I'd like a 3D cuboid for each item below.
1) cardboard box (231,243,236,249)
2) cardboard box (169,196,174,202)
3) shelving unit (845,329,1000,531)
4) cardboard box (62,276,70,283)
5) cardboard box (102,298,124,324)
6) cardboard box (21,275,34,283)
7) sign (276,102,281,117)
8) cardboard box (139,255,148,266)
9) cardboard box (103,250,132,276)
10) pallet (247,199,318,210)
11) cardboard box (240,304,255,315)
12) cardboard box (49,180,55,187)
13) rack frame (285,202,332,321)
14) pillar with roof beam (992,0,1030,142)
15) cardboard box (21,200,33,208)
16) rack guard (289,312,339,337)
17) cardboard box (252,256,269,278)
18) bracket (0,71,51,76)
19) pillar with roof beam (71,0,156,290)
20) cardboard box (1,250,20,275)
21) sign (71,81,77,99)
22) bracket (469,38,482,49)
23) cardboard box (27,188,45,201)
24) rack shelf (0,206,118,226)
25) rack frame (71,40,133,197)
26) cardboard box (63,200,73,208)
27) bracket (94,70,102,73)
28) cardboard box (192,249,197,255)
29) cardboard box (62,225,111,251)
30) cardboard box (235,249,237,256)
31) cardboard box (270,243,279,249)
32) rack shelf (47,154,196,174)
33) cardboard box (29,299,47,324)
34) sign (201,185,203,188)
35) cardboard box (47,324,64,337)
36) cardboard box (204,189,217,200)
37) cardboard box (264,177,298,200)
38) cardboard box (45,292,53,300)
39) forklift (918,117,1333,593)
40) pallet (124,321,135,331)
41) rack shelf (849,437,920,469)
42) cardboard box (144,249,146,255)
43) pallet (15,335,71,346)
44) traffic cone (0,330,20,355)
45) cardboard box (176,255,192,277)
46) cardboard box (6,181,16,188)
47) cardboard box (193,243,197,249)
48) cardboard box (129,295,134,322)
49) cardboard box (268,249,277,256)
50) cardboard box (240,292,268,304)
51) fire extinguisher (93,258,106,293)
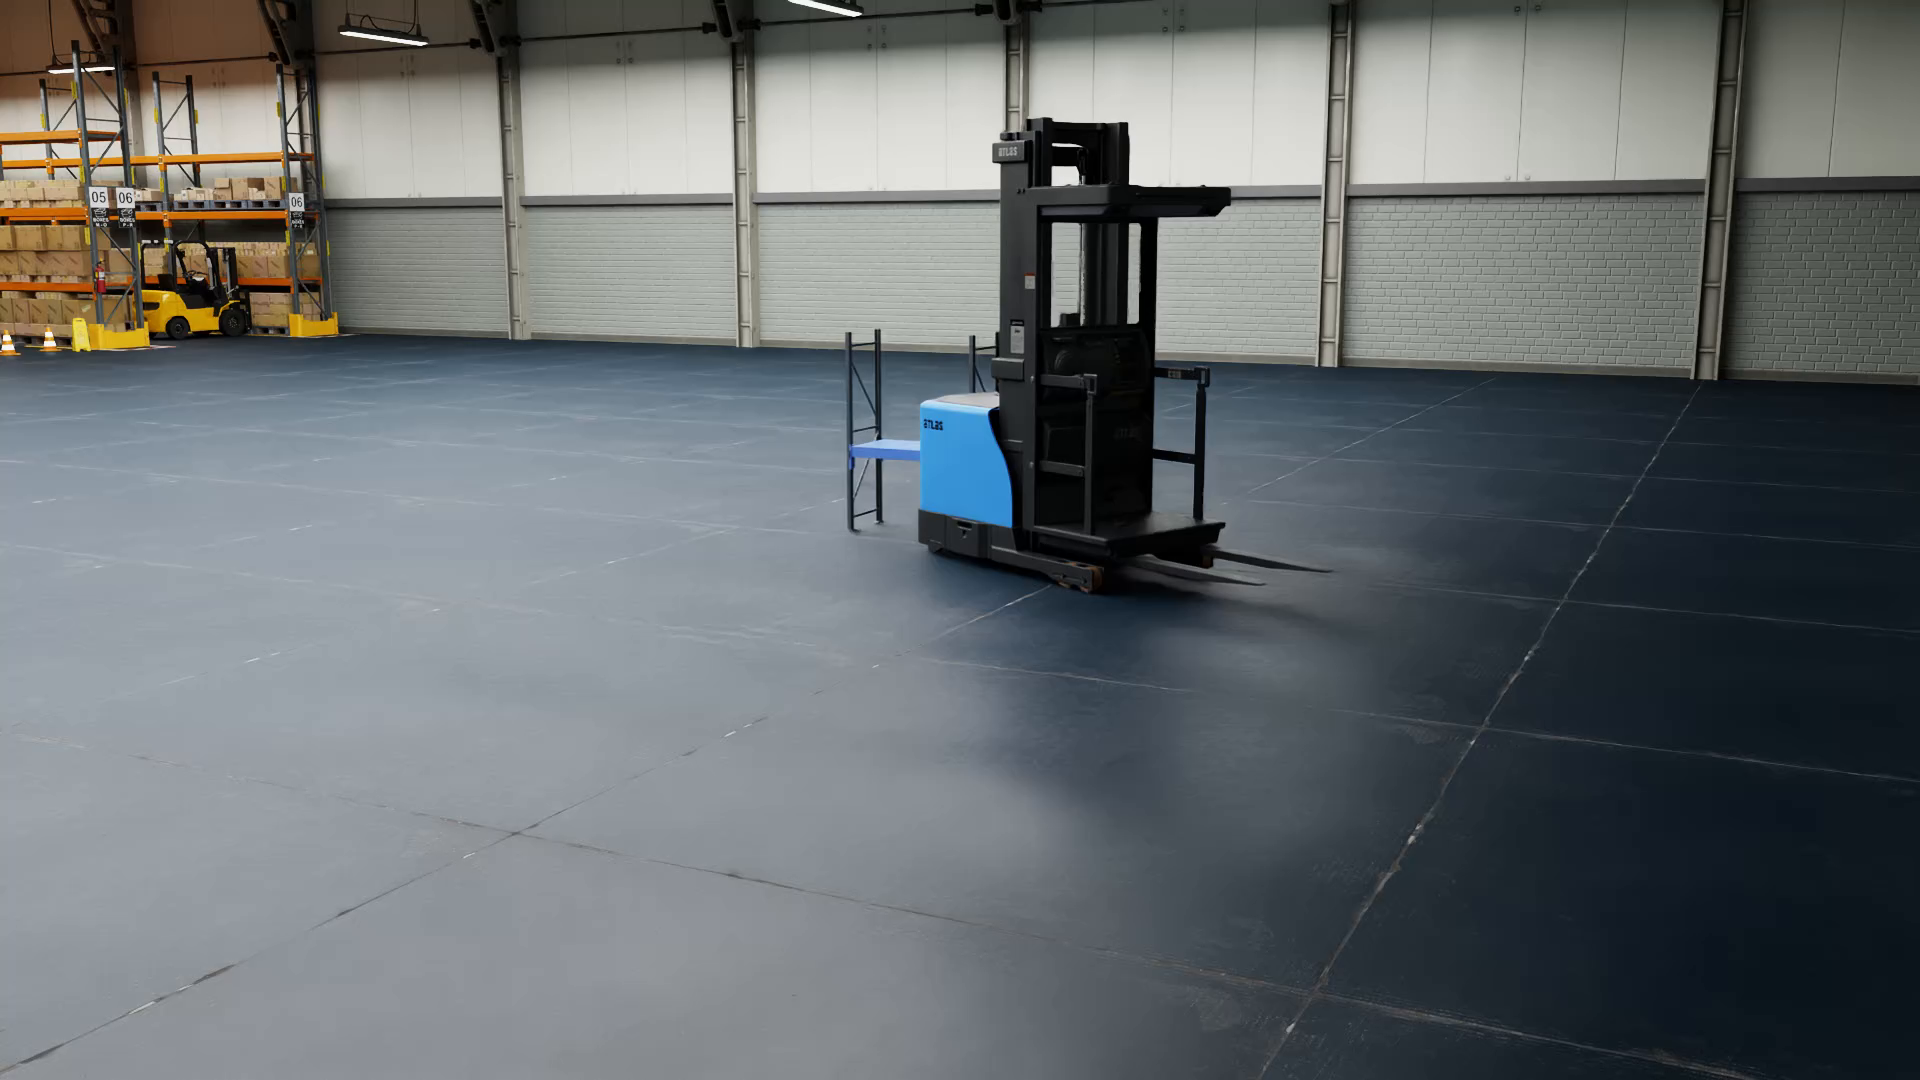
[{"bbox_3d":[-16.675,-6.825,38.580,0.250,0.149,0.380,5,11,27],"label":"cardboard box"},{"bbox_3d":[-19.144,-8.217,40.034,0.250,0.149,0.380,5,11,26],"label":"cardboard box"},{"bbox_3d":[-0.271,-0.805,12.466,1.048,1.500,0.538,5,11,25],"label":"shelving unit"},{"bbox_3d":[-18.002,-5.300,33.798,0.250,0.149,0.380,5,11,25],"label":"cardboard box"},{"bbox_3d":[-17.698,-4.735,34.404,0.500,0.500,0.500,5,11,24],"label":"cardboard box"},{"bbox_3d":[-19.141,-5.400,34.352,0.250,0.149,0.380,5,11,26],"label":"cardboard box"},{"bbox_3d":[-15.136,-9.561,36.943,0.005,0.325,0.100,5,11,26],"label":"sign"},{"bbox_3d":[-19.488,-6.720,39.957,0.500,0.250,0.500,5,11,24],"label":"cardboard box"},{"bbox_3d":[-17.378,-5.680,34.074,0.500,0.500,0.500,5,11,25],"label":"cardboard box"},{"bbox_3d":[-15.505,-7.688,38.112,1.213,0.211,1.003,5,11,26],"label":"pallet"},{"bbox_3d":[-16.375,-5.362,38.574,0.500,0.250,0.500,5,11,25],"label":"cardboard box"},{"bbox_3d":[-18.166,-7.199,33.627,0.250,0.149,0.380,5,11,26],"label":"cardboard box"},{"bbox_3d":[-14.883,-6.196,38.040,0.127,3.000,1.000,5,11,26],"label":"rack frame"},{"bbox_3d":[-0.871,-7.241,26.969,0.548,9.000,9.100,5,11,26],"label":"pillar with roof beam"},{"bbox_3d":[-18.916,-6.852,33.952,0.250,0.149,0.380,5,11,25],"label":"cardboard box"},{"bbox_3d":[-14.861,-4.964,38.253,0.348,0.500,1.175,5,11,26],"label":"rack guard"},{"bbox_3d":[-15.901,-6.284,38.248,0.500,0.500,0.500,5,12,28],"label":"cardboard box"},{"bbox_3d":[-23.329,-11.770,41.886,4.783,0.066,0.076,5,11,26],"label":"bracket"},{"bbox_3d":[-22.394,-9.132,37.418,0.548,9.000,9.100,5,11,26],"label":"pillar with roof beam"},{"bbox_3d":[-19.487,-5.757,34.499,0.500,0.500,0.500,5,11,25],"label":"cardboard box"},{"bbox_3d":[-17.339,-8.805,32.546,0.005,0.325,0.100,5,11,26],"label":"sign"},{"bbox_3d":[-10.257,-10.621,35.539,0.430,0.232,0.235,5,11,26],"label":"bracket"},{"bbox_3d":[-18.572,-7.028,33.805,0.500,0.250,0.500,5,12,27],"label":"cardboard box"},{"bbox_3d":[-18.869,-6.682,34.326,4.000,0.370,1.077,5,11,26],"label":"rack shelf"},{"bbox_3d":[-17.076,-8.355,33.124,0.127,3.000,1.000,5,11,26],"label":"rack frame"},{"bbox_3d":[-17.757,-6.753,33.402,0.250,0.149,0.380,5,11,26],"label":"cardboard box"},{"bbox_3d":[-21.018,-11.567,40.764,0.430,0.232,0.235,5,11,26],"label":"bracket"},{"bbox_3d":[-17.821,-6.776,39.144,0.250,0.149,0.380,5,11,26],"label":"cardboard box"},{"bbox_3d":[-17.630,-6.096,33.564,0.500,0.500,0.700,5,11,24],"label":"cardboard box"},{"bbox_3d":[-16.663,-6.678,38.603,0.250,0.149,0.380,5,11,25],"label":"cardboard box"},{"bbox_3d":[-15.532,-6.719,37.997,0.250,0.149,0.380,5,11,26],"label":"cardboard box"},{"bbox_3d":[-20.263,-9.070,40.218,4.000,0.370,1.077,5,11,26],"label":"rack shelf"},{"bbox_3d":[-18.828,-4.728,34.368,0.500,0.500,0.500,5,11,24],"label":"cardboard box"},{"bbox_3d":[-18.226,-8.369,39.952,0.005,0.325,0.100,5,11,26],"label":"sign"},{"bbox_3d":[-18.381,-4.319,34.213,0.500,0.250,0.500,5,11,26],"label":"cardboard box"},{"bbox_3d":[-17.273,-8.011,38.566,0.258,0.266,0.396,5,11,24],"label":"cardboard box"},{"bbox_3d":[-15.387,-7.973,37.696,0.500,0.500,0.500,5,12,28],"label":"cardboard box"},{"bbox_3d":[-18.492,-5.004,34.073,0.250,0.149,0.380,5,12,27],"label":"cardboard box"},{"bbox_3d":[1.024,-1.212,10.700,1.130,2.935,3.031,-8,13,-38],"label":"forklift"},{"bbox_3d":[-20.246,-5.286,40.847,1.213,0.211,1.003,5,11,26],"label":"pallet"},{"bbox_3d":[-0.271,-0.628,12.498,1.000,0.185,0.538,5,11,25],"label":"rack shelf"},{"bbox_3d":[-19.605,-6.915,39.915,0.250,0.149,0.380,5,11,24],"label":"cardboard box"},{"bbox_3d":[-18.947,-4.202,34.857,1.213,0.211,1.003,5,11,26],"label":"pallet"},{"bbox_3d":[-18.218,-3.778,31.806,0.334,0.463,0.336,5,11,26],"label":"traffic cone"},{"bbox_3d":[-18.187,-6.483,39.350,0.500,0.500,0.500,5,11,24],"label":"cardboard box"},{"bbox_3d":[-19.333,-7.292,34.141,0.250,0.149,0.380,5,11,25],"label":"cardboard box"},{"bbox_3d":[-17.808,-6.928,39.151,0.250,0.149,0.380,5,11,25],"label":"cardboard box"},{"bbox_3d":[-19.635,-5.651,40.518,0.625,0.625,0.875,5,11,25],"label":"cardboard box"},{"bbox_3d":[-15.560,-6.562,37.963,0.250,0.149,0.380,5,12,27],"label":"cardboard box"},{"bbox_3d":[-16.351,-5.605,38.512,0.500,0.250,0.500,5,11,27],"label":"cardboard box"},{"bbox_3d":[-17.177,-5.282,33.209,0.183,0.674,0.296,5,11,26],"label":"fire extinguisher"}]
